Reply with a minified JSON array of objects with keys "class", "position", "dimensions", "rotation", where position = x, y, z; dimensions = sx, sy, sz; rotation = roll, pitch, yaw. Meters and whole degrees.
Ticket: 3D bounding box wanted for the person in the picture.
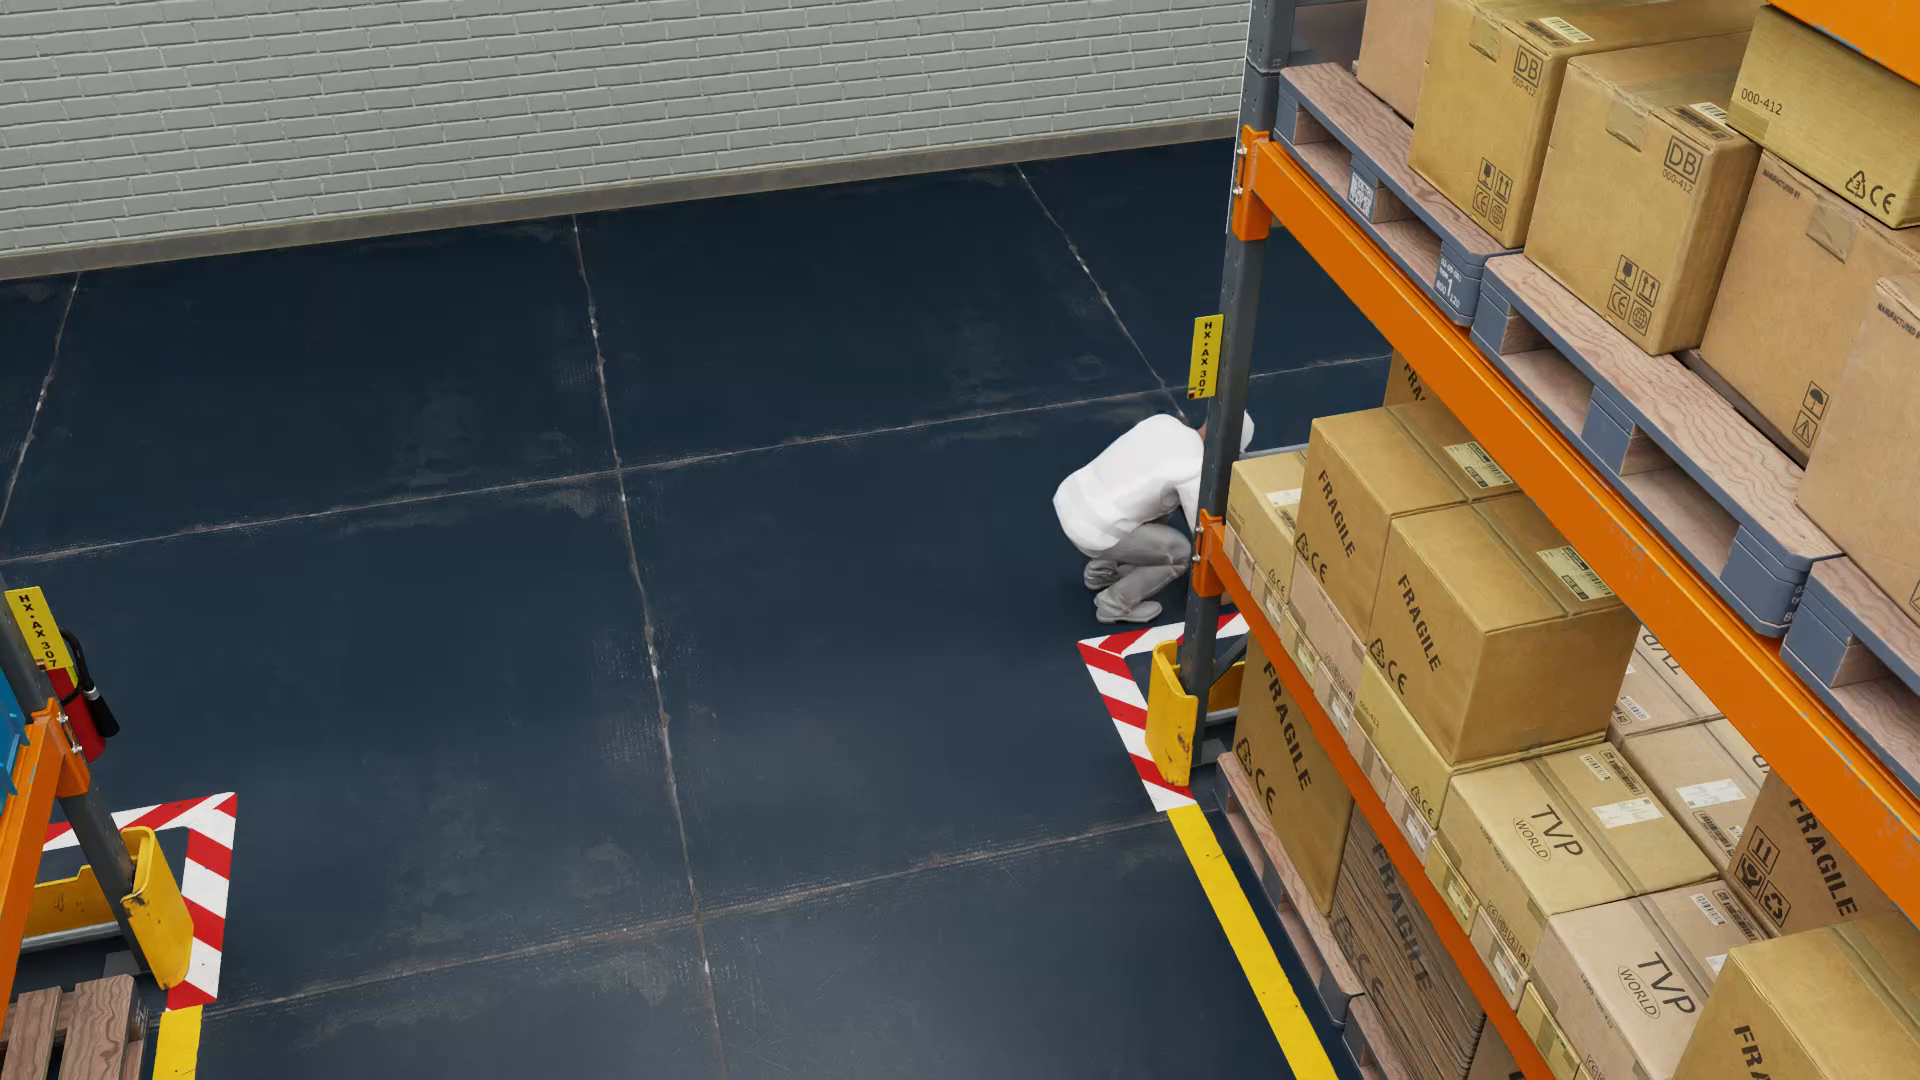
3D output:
[{"class":"person","position":[0.872,-0.147,7.531],"dimensions":[0.903,0.975,0.579],"rotation":[-6,38,-7]}]
